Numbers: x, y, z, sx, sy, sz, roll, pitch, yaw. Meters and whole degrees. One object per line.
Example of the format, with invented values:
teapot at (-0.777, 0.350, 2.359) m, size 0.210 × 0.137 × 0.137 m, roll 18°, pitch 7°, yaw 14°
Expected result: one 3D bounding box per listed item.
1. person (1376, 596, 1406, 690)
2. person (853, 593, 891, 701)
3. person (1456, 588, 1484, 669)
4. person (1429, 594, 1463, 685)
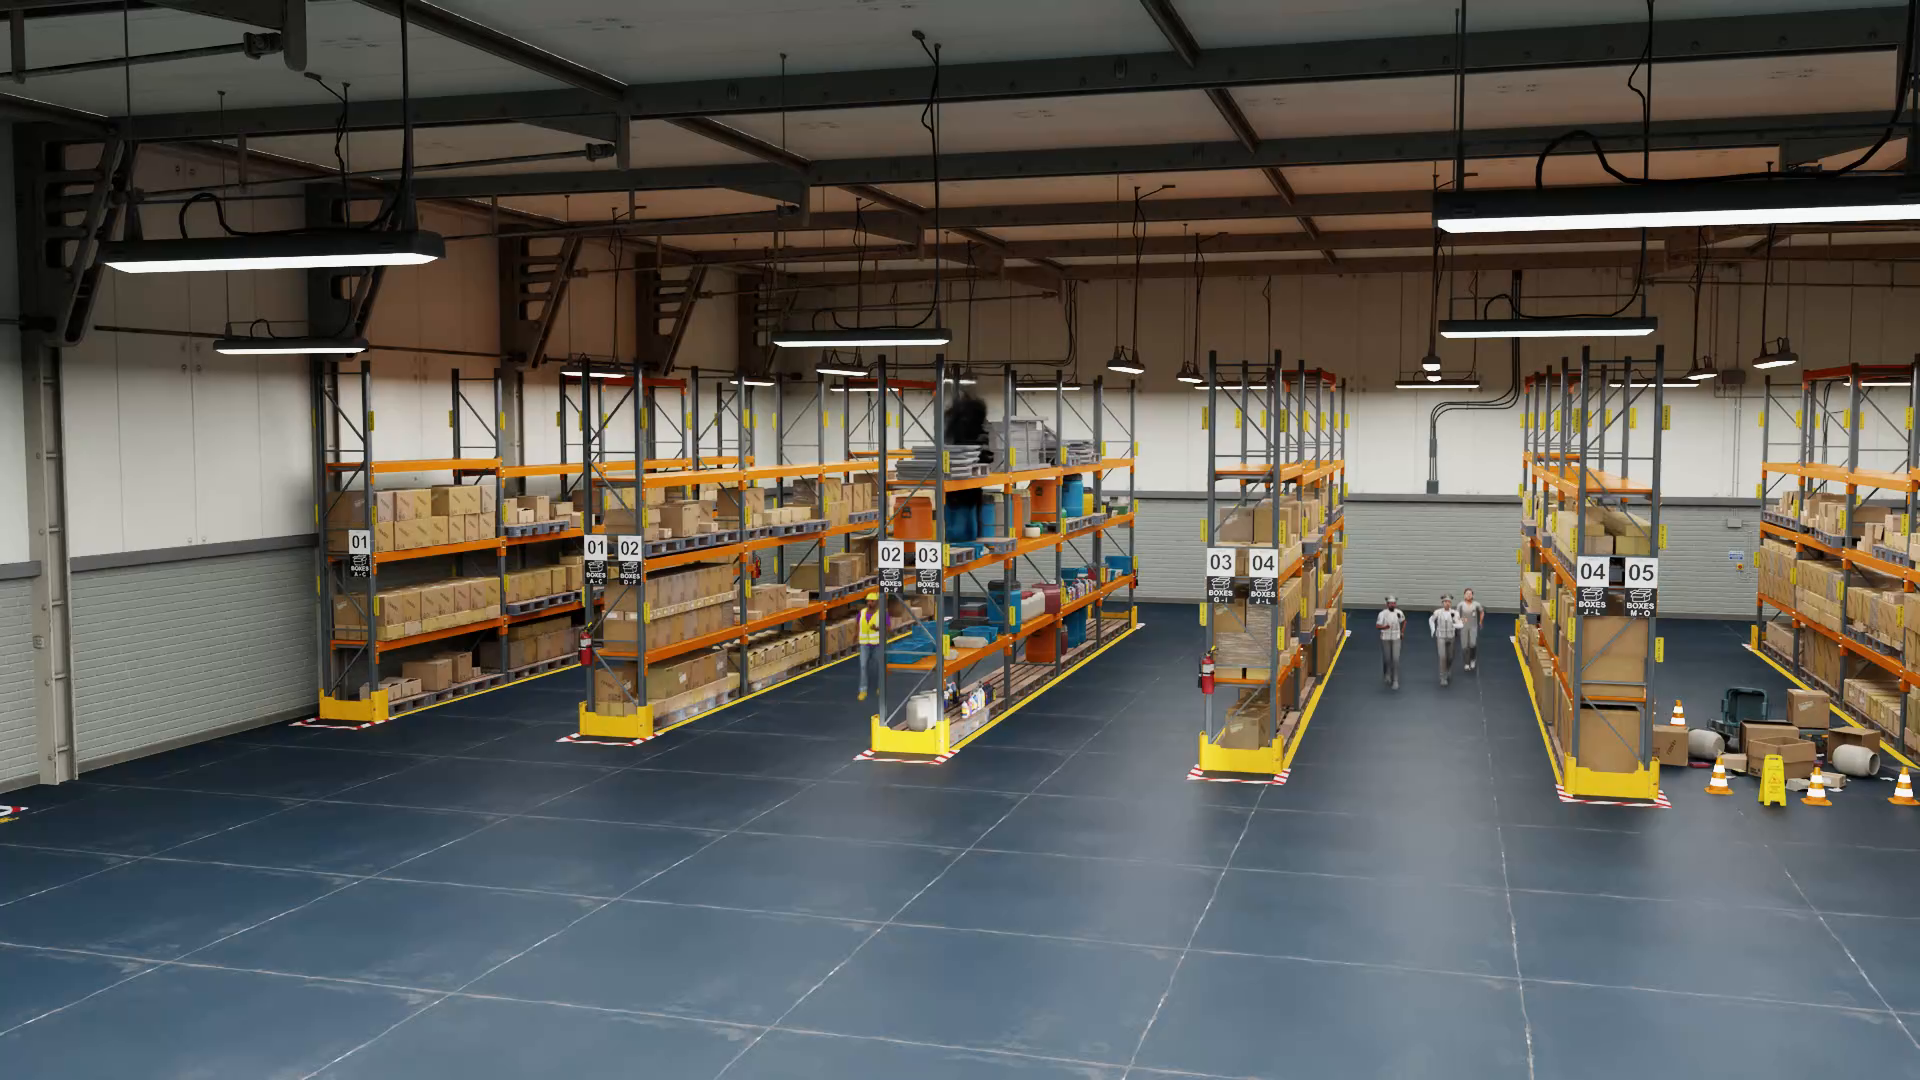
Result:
person at (8.122, 1.897, 31.347) m, size 0.570 × 1.723 × 0.871 m, roll 1°, pitch 4°, yaw 11°
person at (-1.503, 1.791, 28.184) m, size 0.694 × 1.797 × 0.899 m, roll 1°, pitch 4°, yaw 13°
person at (10.214, 1.789, 33.343) m, size 0.543 × 1.634 × 0.621 m, roll 1°, pitch 4°, yaw 20°
person at (9.271, 1.872, 31.712) m, size 0.611 × 1.676 × 0.940 m, roll 1°, pitch 4°, yaw 11°
